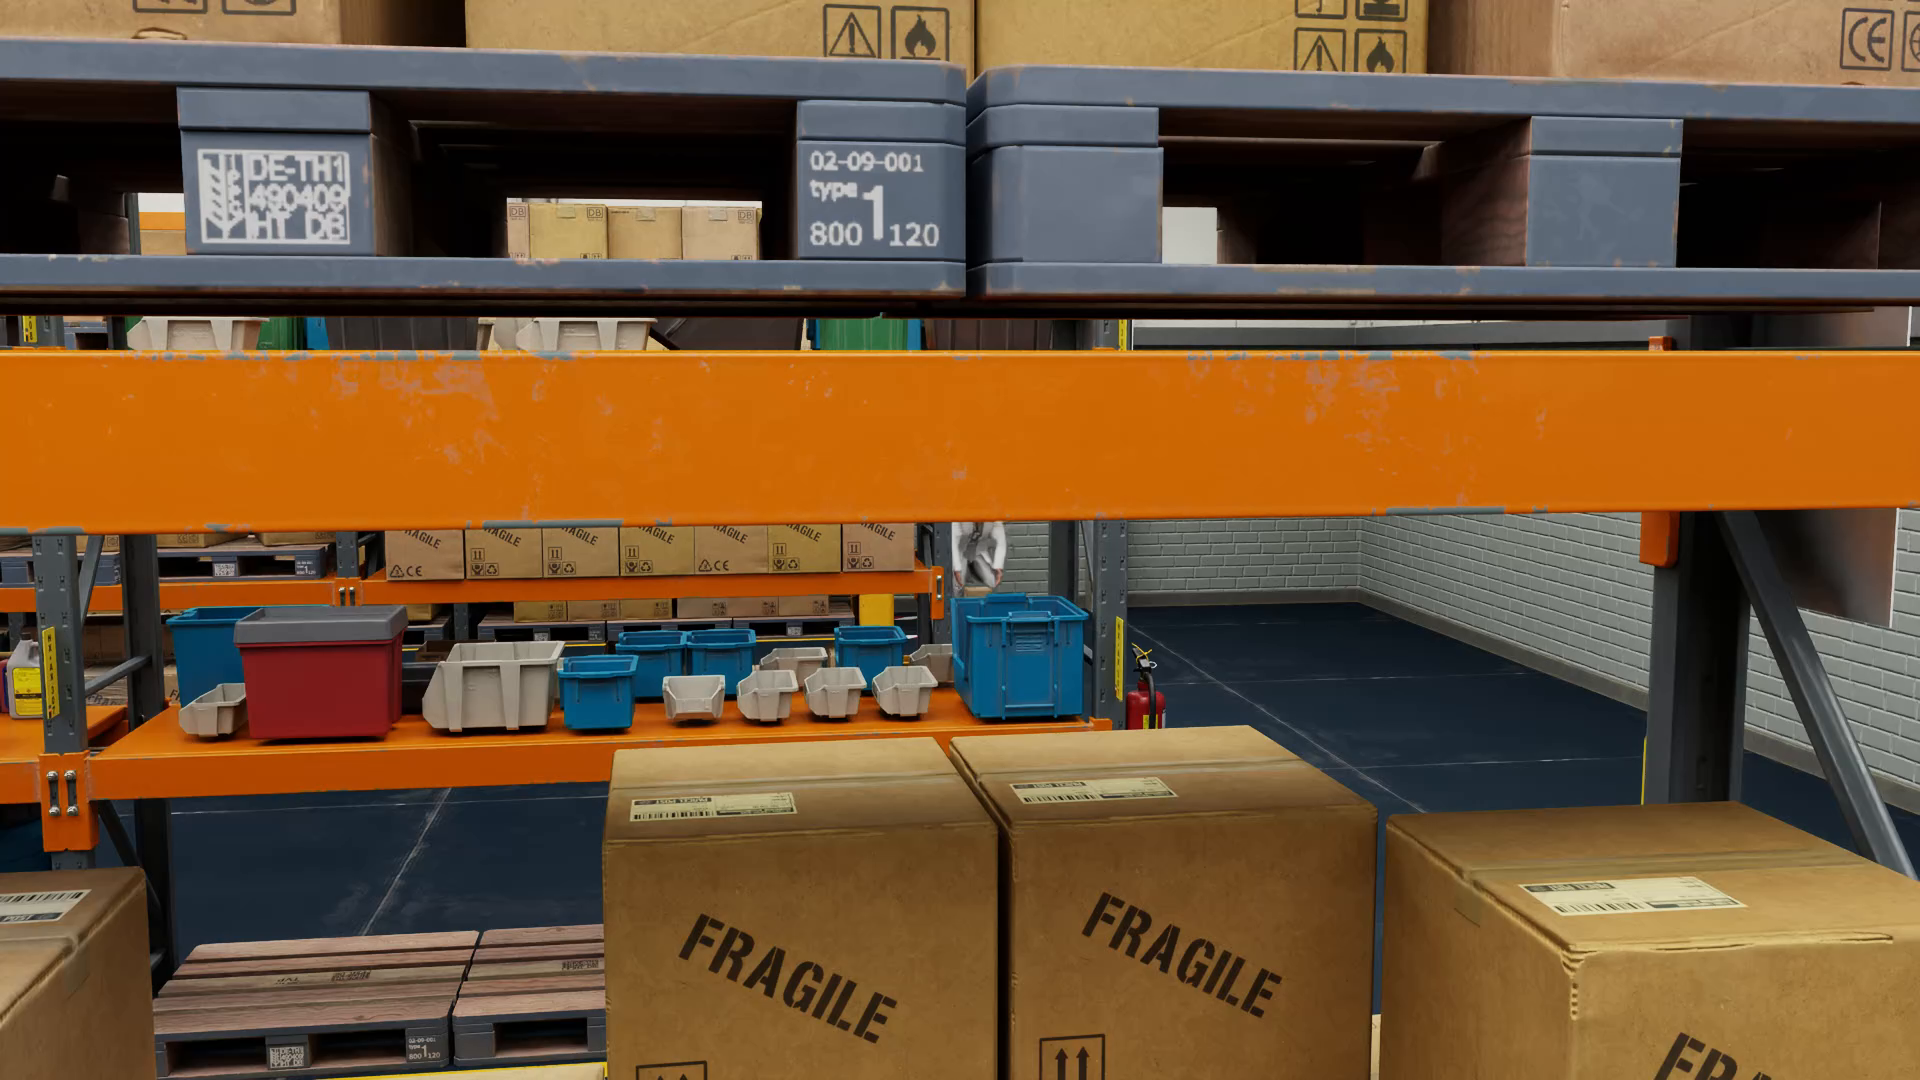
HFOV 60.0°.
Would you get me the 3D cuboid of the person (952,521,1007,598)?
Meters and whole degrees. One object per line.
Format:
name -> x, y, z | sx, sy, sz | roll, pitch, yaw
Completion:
person -> 0.155, 0.212, 17.251 | 0.631, 1.365, 0.750 | -1, 6, -9
